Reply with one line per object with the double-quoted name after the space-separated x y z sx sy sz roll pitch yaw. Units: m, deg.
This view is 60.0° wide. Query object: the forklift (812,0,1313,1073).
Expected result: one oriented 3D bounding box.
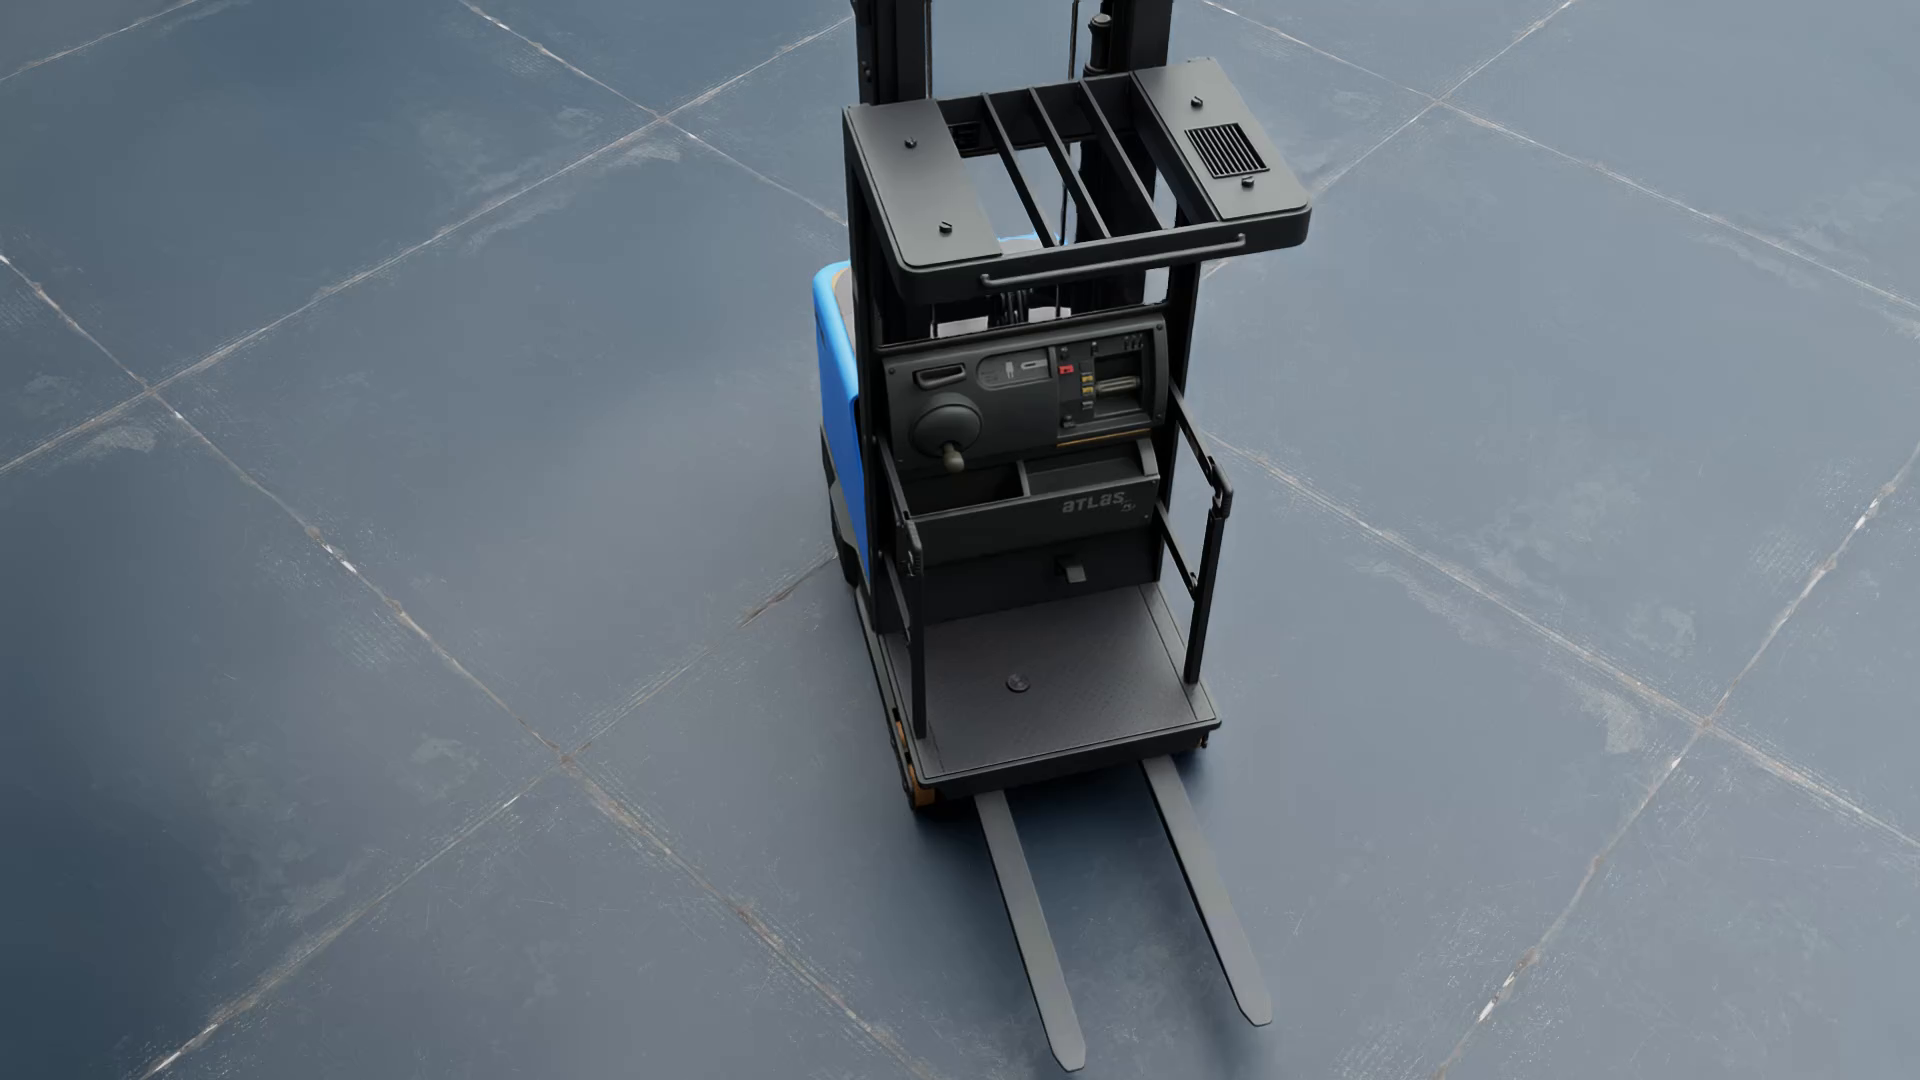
0.275 -0.367 5.193 1.130 2.935 3.031 -10 48 -10 "forklift"
